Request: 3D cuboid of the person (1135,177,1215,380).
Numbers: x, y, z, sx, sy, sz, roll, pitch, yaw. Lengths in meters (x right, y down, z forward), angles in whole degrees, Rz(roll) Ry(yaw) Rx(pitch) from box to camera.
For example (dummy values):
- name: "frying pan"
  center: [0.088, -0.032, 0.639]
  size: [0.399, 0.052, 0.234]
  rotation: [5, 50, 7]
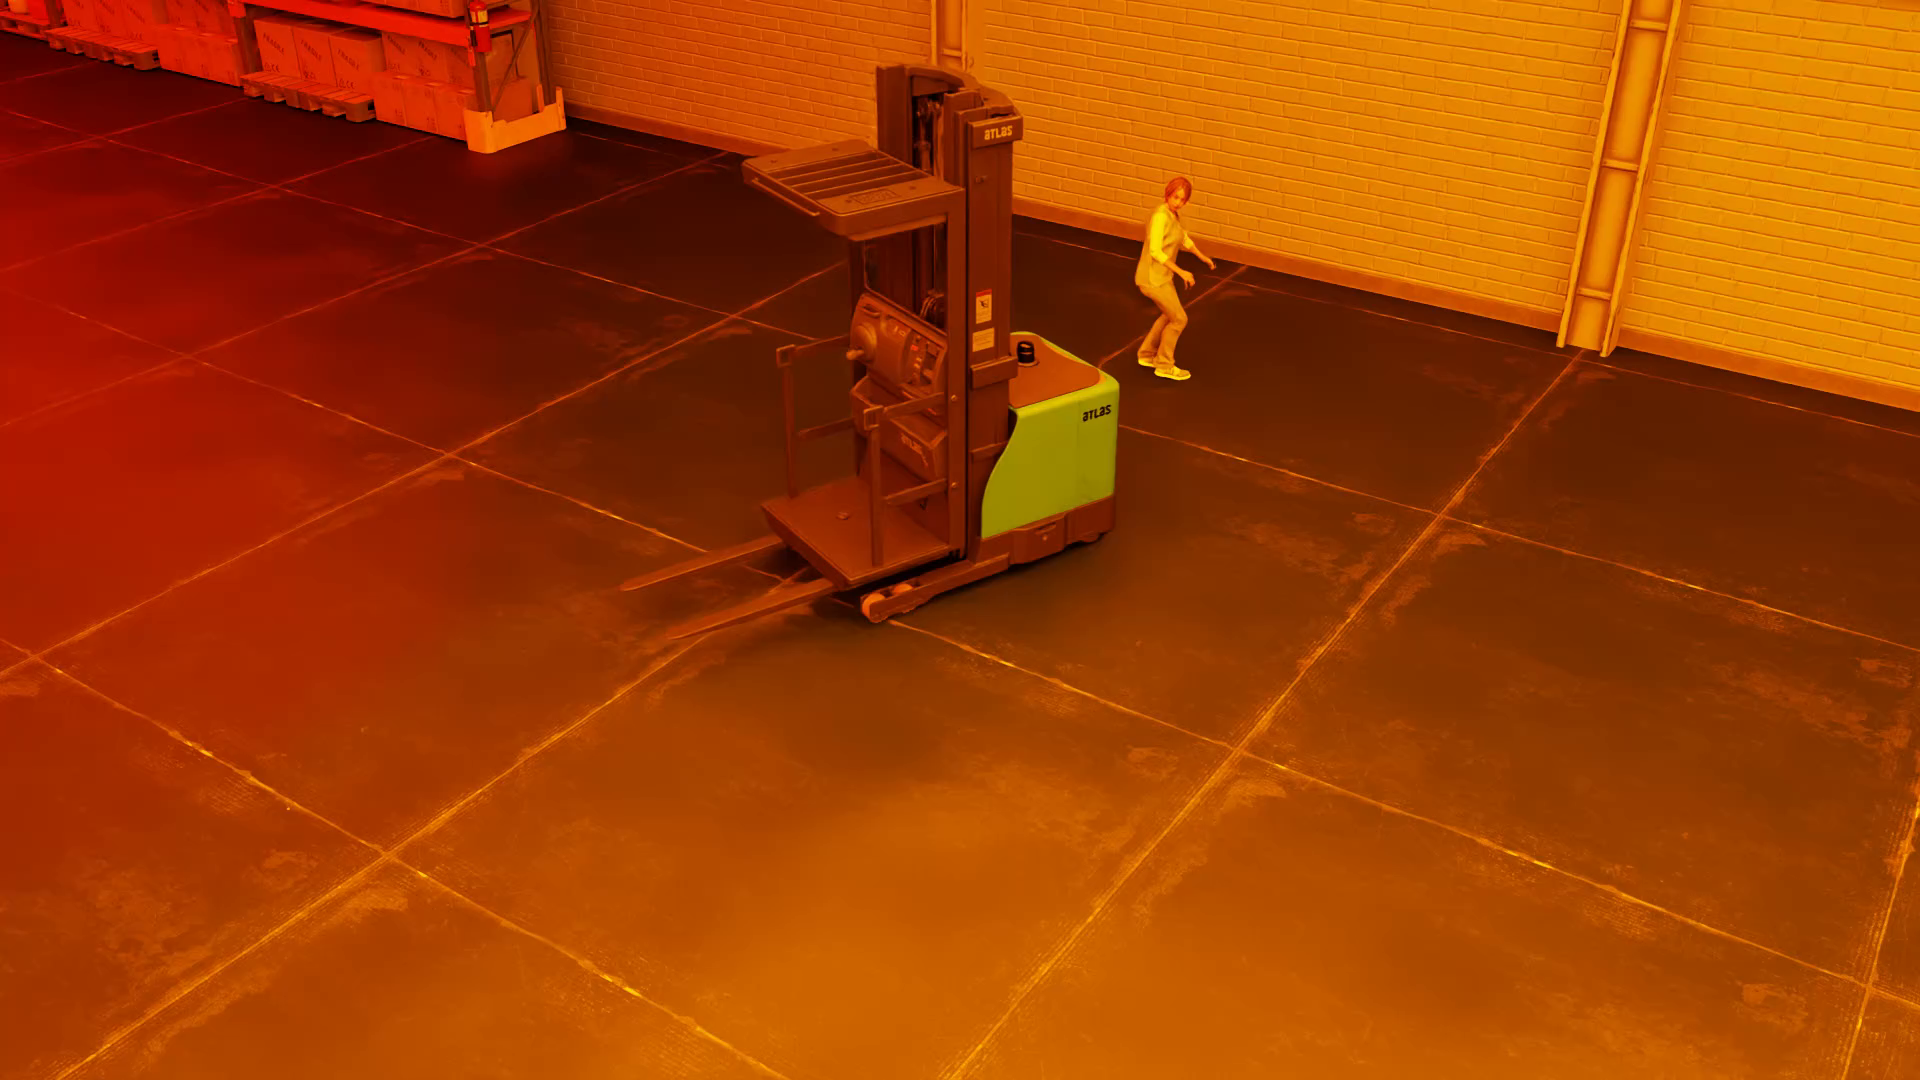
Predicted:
- name: "person"
  center: [1.585, -1.921, 12.325]
  size: [0.570, 1.549, 0.657]
  rotation: [6, 31, 10]

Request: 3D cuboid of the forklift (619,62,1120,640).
- name: "forklift"
  center: [-0.528, -1.090, 9.459]
  size: [3.031, 2.935, 1.130]
  rotation: [-19, 35, -29]
